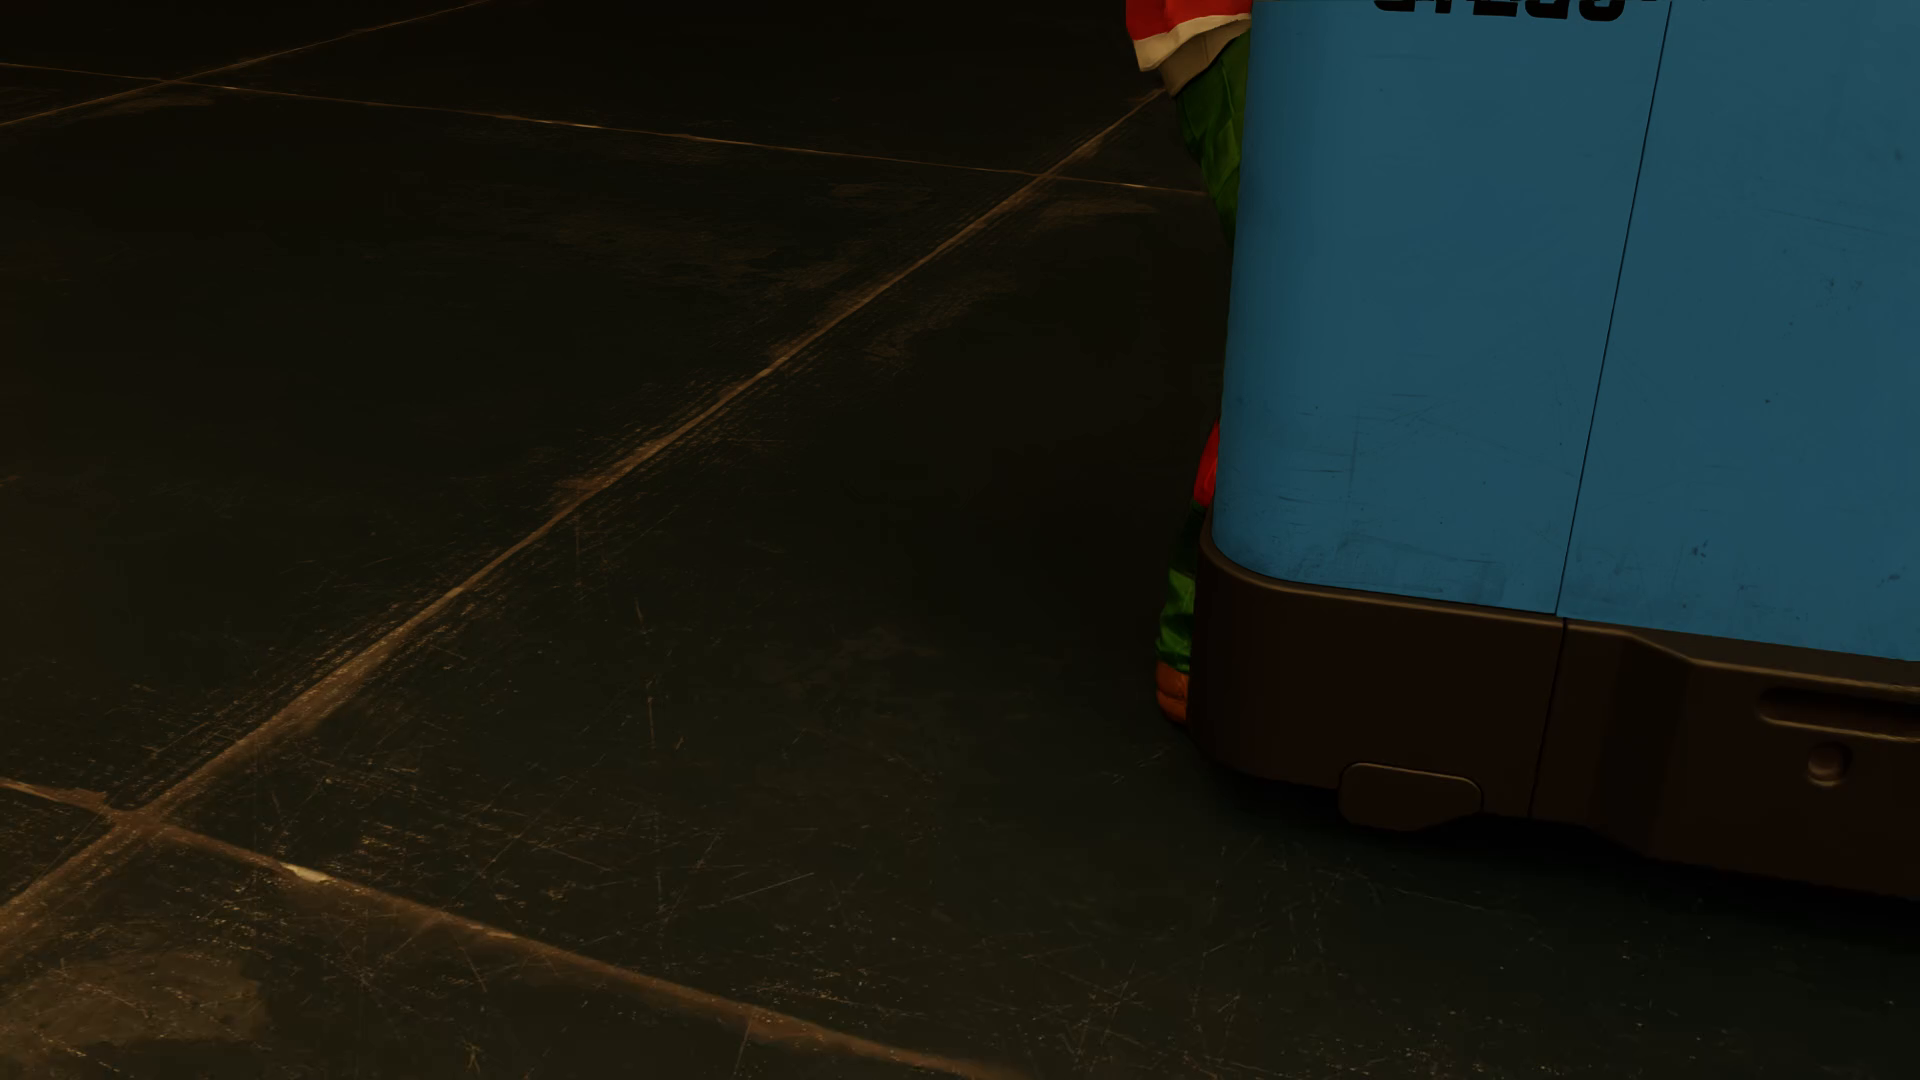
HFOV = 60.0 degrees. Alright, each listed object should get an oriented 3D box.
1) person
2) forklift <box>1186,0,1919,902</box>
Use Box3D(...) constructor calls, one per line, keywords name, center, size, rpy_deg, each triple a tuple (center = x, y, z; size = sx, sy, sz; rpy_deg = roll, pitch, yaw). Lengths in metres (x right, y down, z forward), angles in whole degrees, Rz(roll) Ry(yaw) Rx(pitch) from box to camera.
Box3D(name="person", center=(0.543, -0.620, 1.992), size=(0.789, 1.585, 0.902), rpy_deg=(21, 34, 35))
Box3D(name="forklift", center=(1.837, -1.034, 1.308), size=(3.031, 2.935, 1.130), rpy_deg=(7, 28, 14))
